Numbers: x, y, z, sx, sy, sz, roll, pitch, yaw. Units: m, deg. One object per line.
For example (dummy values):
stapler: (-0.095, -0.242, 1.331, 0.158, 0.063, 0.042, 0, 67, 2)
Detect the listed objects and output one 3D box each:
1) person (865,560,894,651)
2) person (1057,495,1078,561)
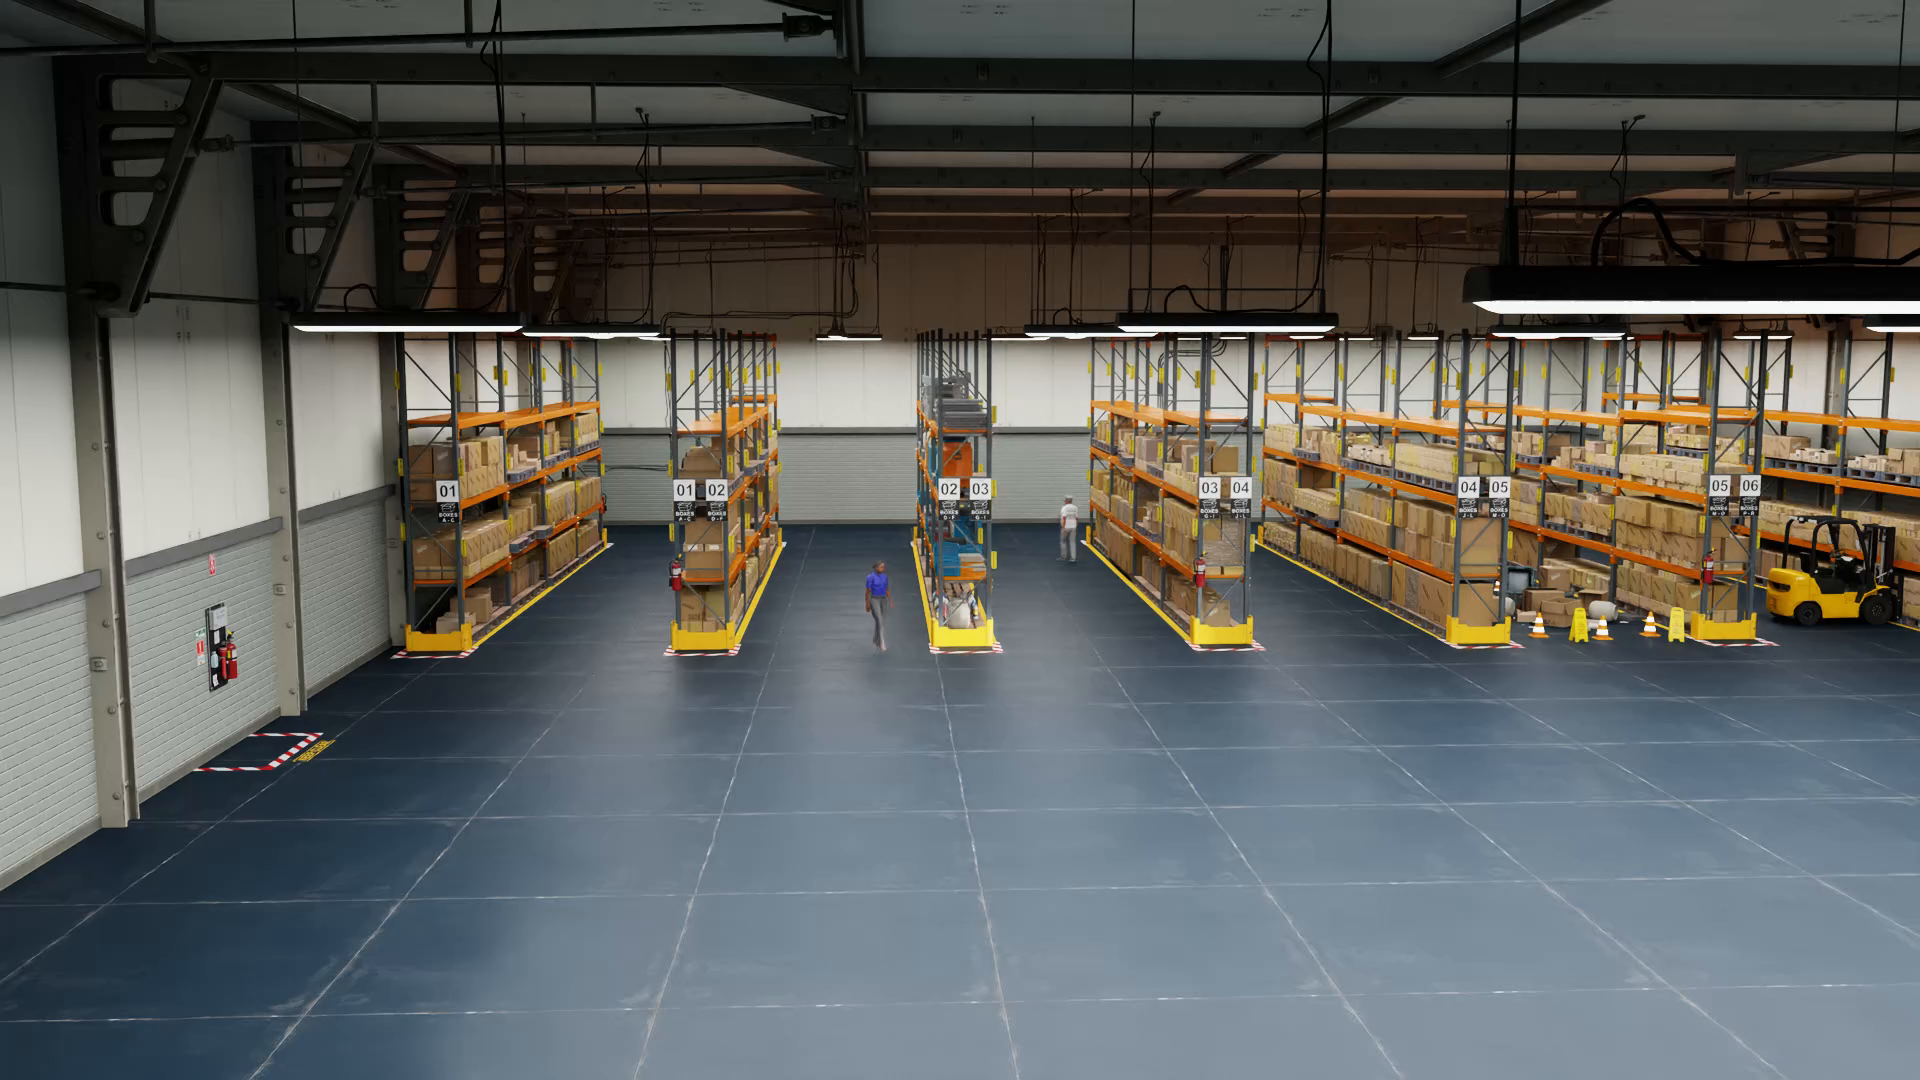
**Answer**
person: (-1.481, 1.228, 31.344, 0.471, 1.690, 0.622, -6, 9, -43)
person: (2.846, -0.312, 43.815, 0.553, 1.756, 0.698, -3, 7, -24)
